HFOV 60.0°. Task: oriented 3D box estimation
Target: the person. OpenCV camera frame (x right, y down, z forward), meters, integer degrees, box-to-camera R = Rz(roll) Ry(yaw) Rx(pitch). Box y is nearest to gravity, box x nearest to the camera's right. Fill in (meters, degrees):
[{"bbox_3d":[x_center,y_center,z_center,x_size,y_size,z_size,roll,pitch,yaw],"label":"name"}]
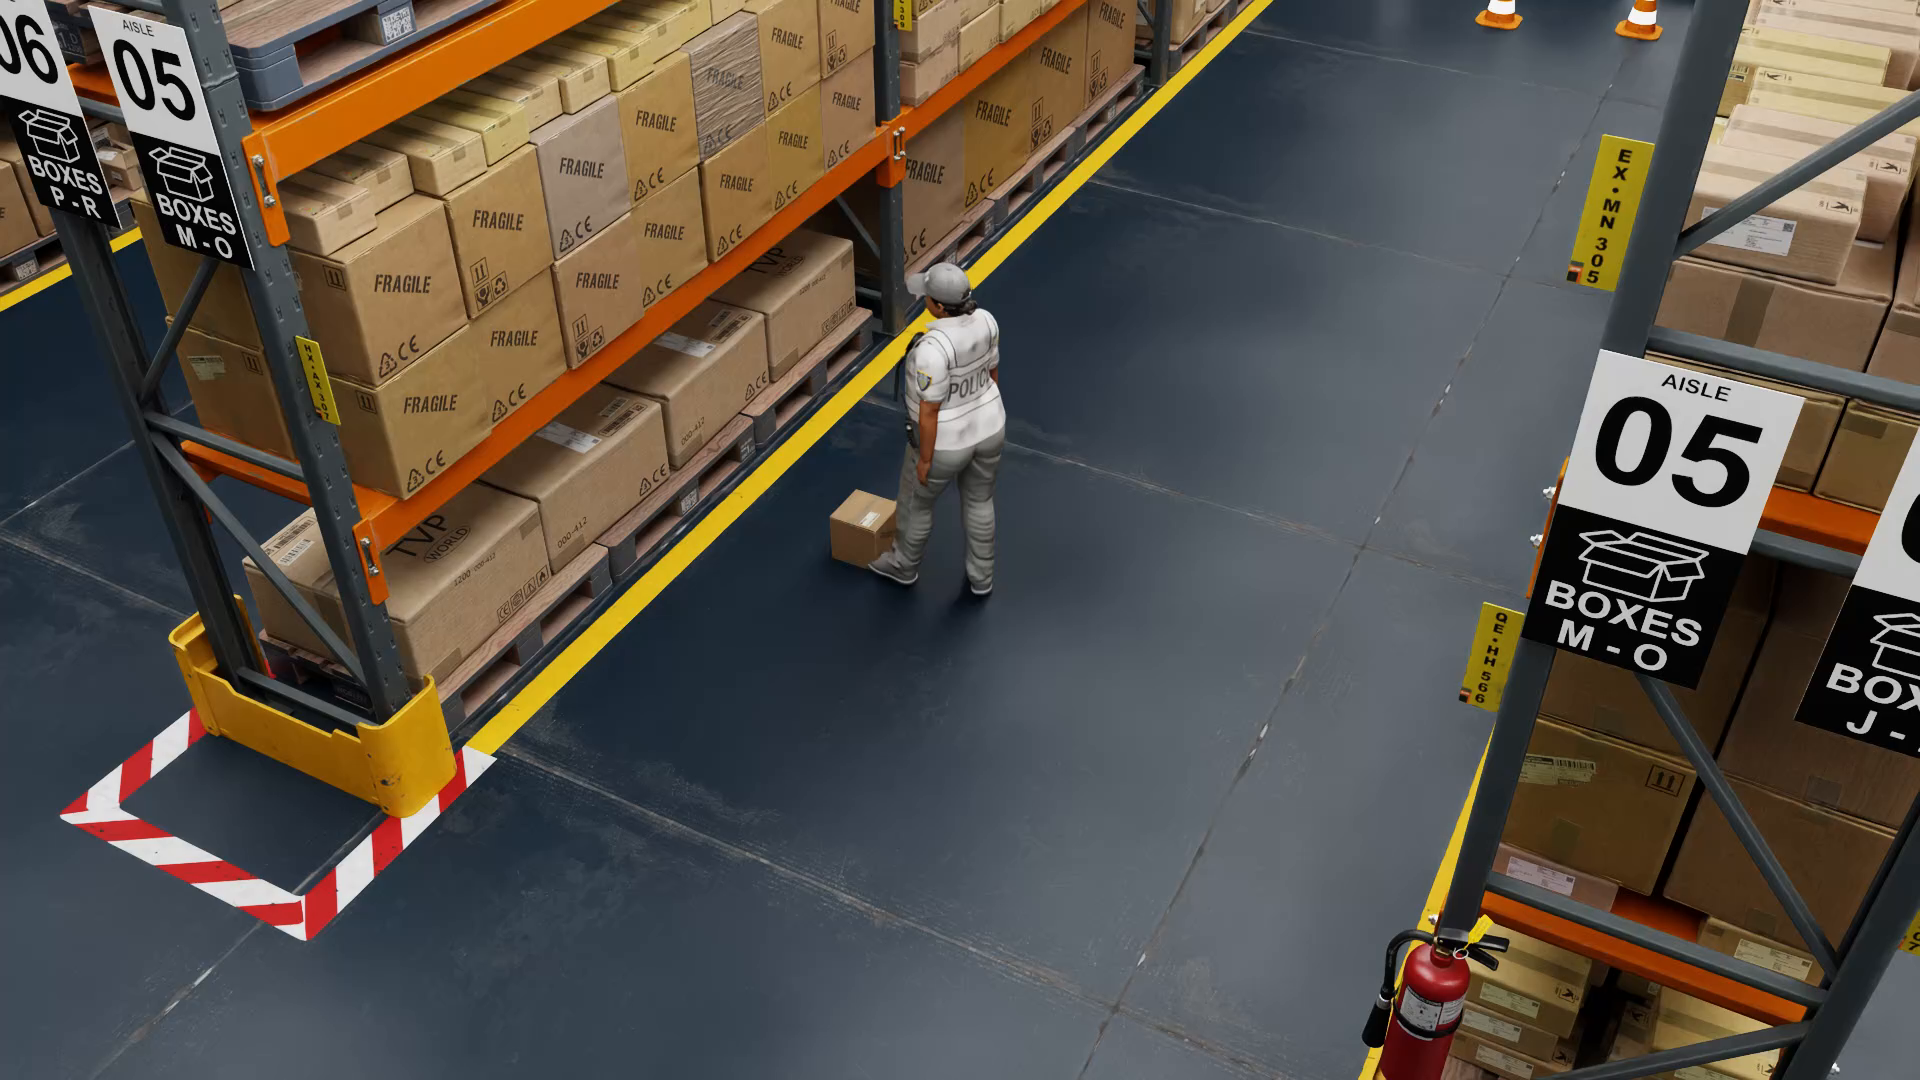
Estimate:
[{"bbox_3d":[-0.086,-0.506,7.380,0.537,1.654,0.586,-27,46,-30],"label":"person"}]
